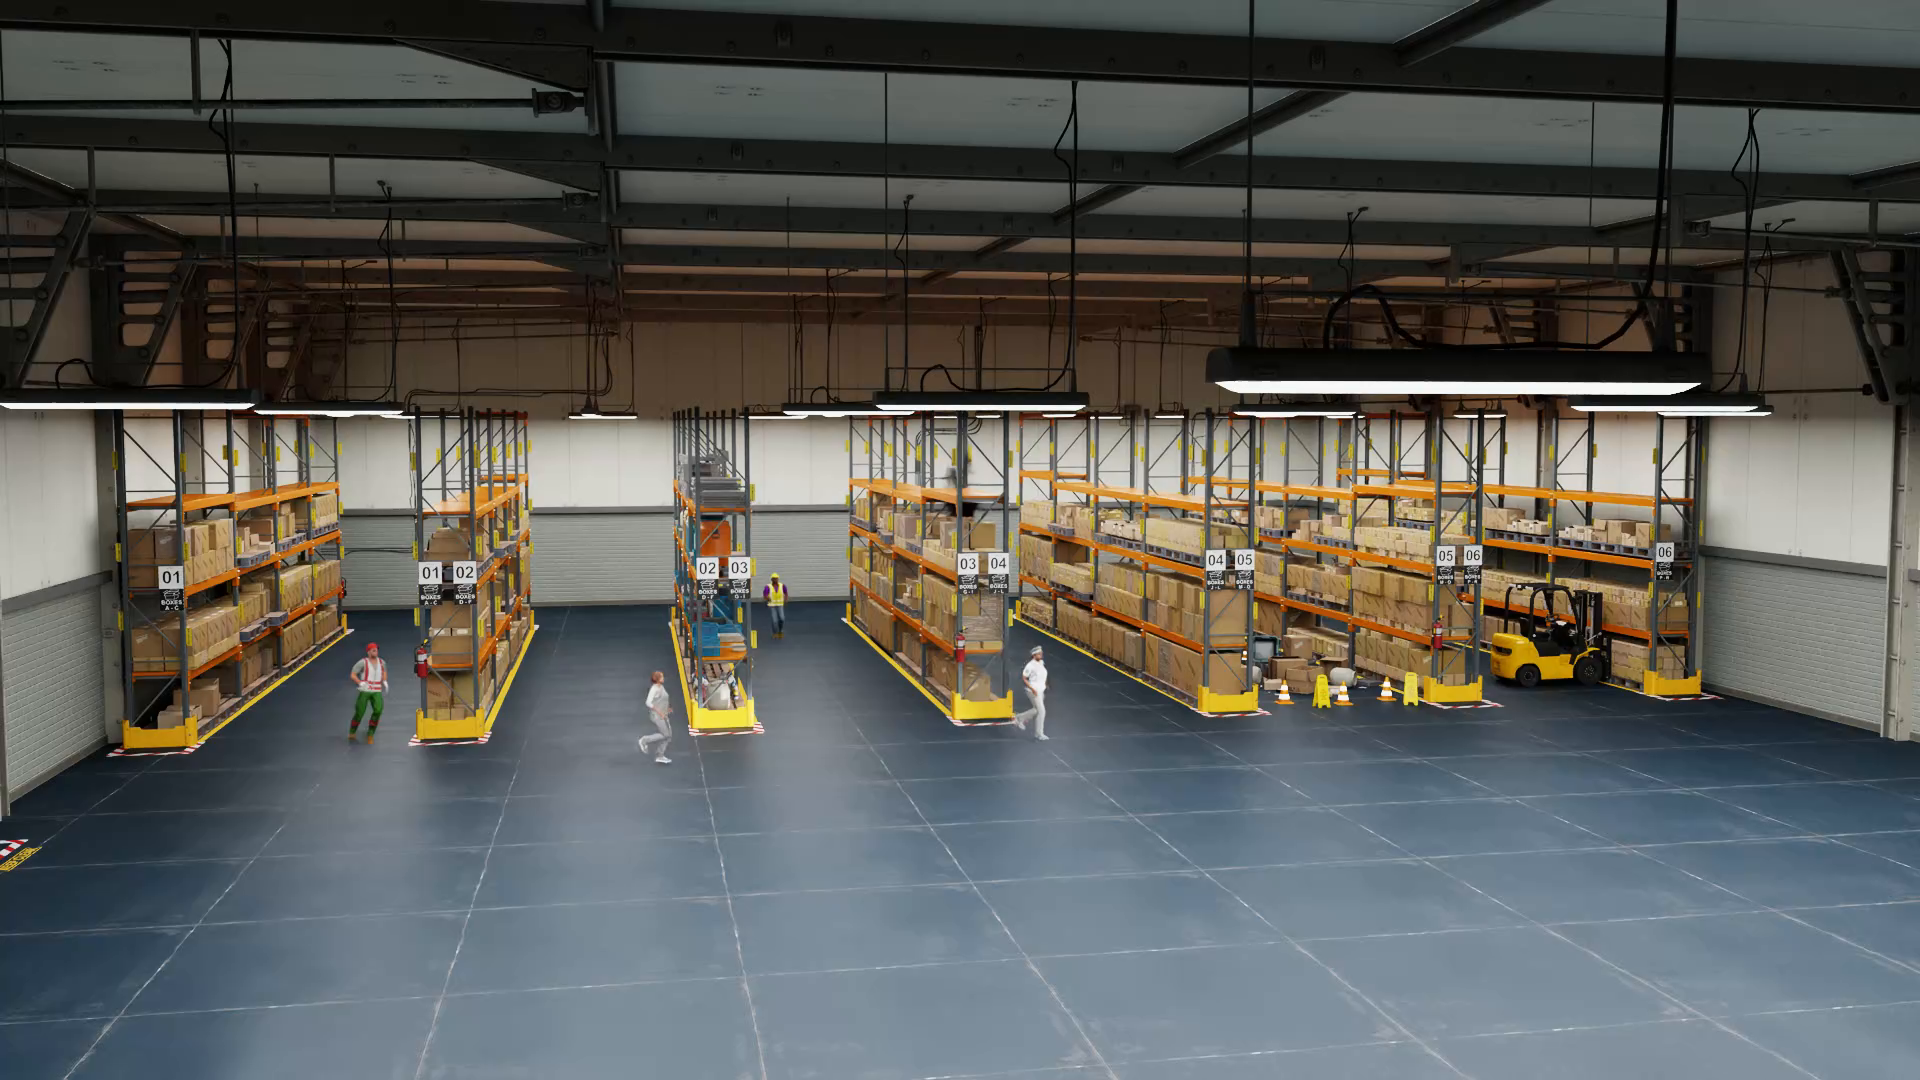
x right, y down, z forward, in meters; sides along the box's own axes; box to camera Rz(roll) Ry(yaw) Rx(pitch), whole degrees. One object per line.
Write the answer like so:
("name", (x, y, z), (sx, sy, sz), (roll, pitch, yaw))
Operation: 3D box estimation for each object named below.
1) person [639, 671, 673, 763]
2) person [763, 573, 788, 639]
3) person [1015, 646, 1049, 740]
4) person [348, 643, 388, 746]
("person", (-5.108, 2.969, 27.933), (0.549, 1.554, 0.537), (1, 4, 8))
("person", (-4.823, 1.745, 43.672), (0.672, 1.746, 0.657), (-1, 4, -13))
("person", (1.302, 2.752, 30.164), (0.736, 1.709, 0.579), (3, 5, 35))
("person", (-10.542, 2.734, 29.725), (0.722, 1.802, 0.707), (-3, 5, -39))
